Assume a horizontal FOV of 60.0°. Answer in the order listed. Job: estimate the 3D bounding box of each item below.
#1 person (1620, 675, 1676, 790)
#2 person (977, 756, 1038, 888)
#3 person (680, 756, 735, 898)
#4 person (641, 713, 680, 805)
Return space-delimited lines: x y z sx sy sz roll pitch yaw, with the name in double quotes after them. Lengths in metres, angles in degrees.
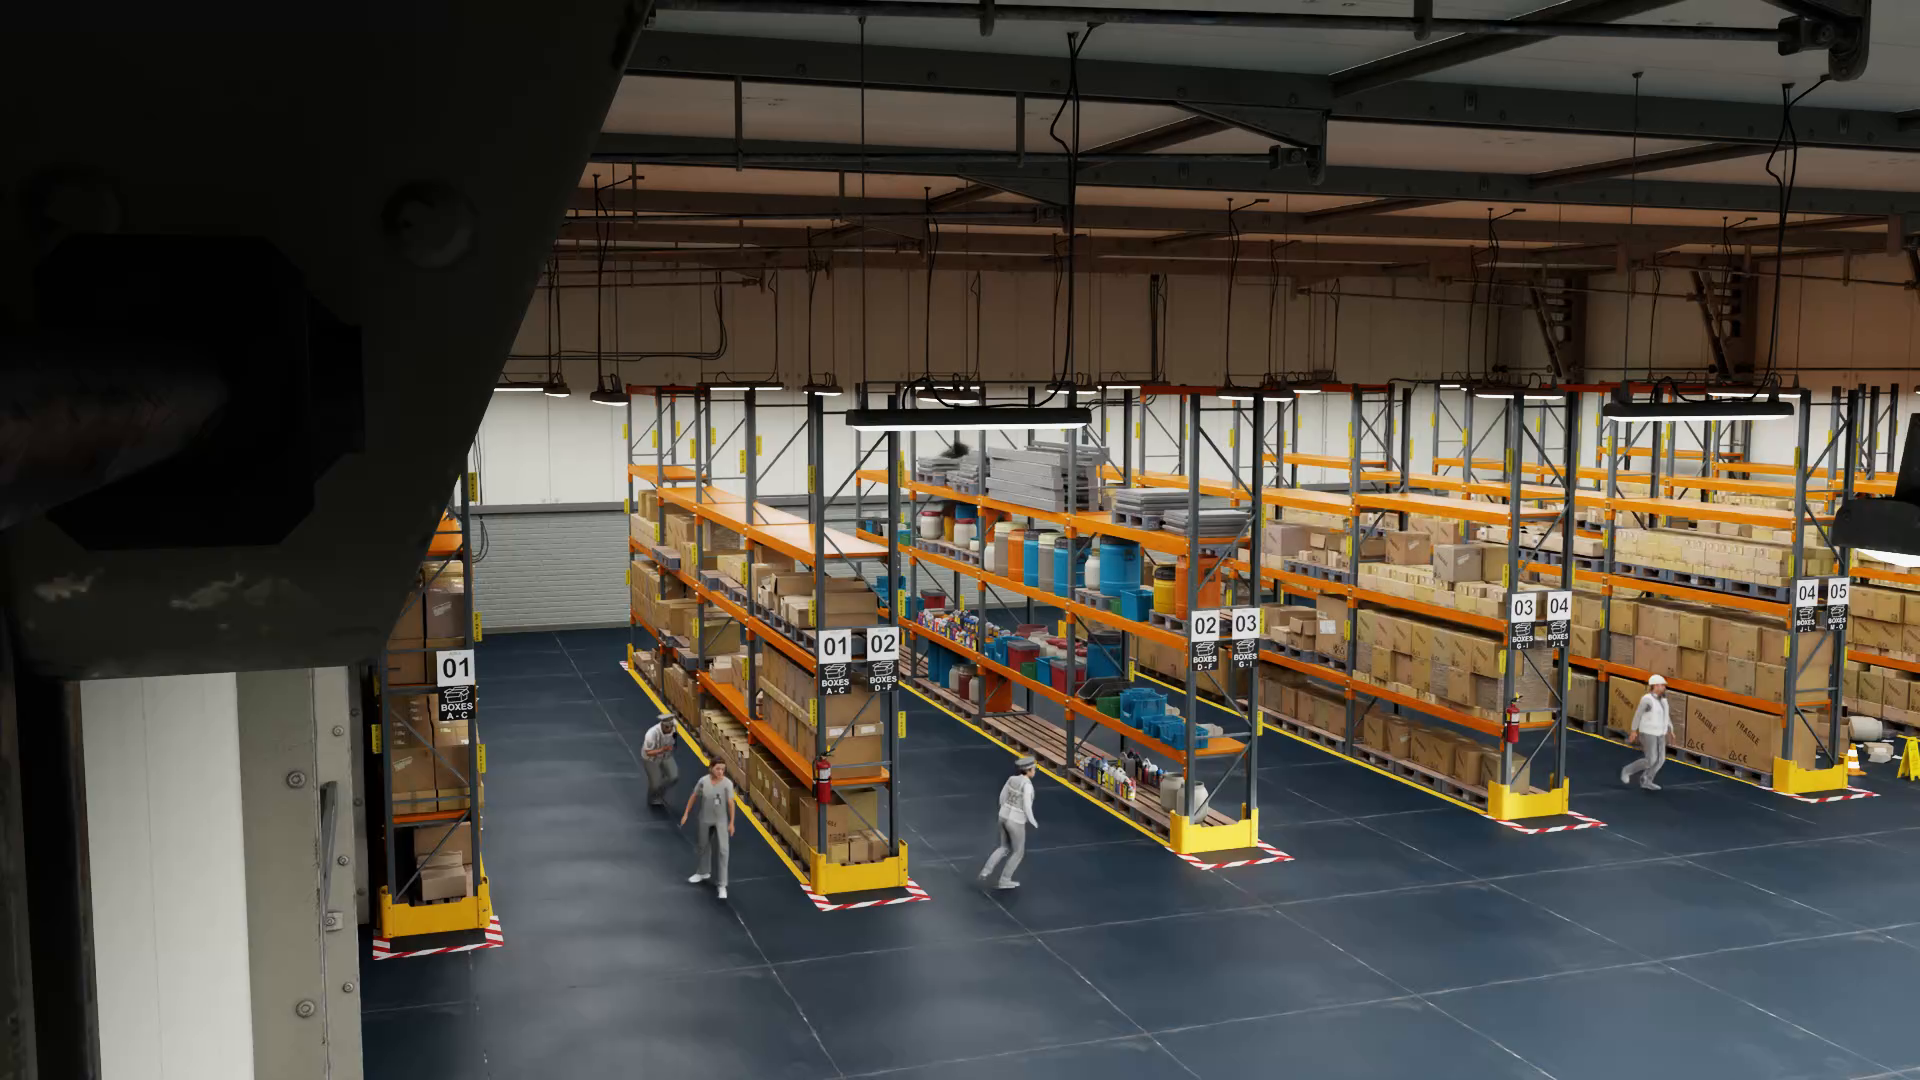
10.334 2.885 24.988 0.766 1.731 0.569 -4 7 -34 "person"
0.603 3.433 20.228 0.715 1.574 0.575 -4 7 -31 "person"
-3.060 3.428 20.174 0.656 1.655 0.770 0 6 3 "person"
-4.276 3.148 23.797 0.652 1.466 1.013 -5 7 -38 "person"
